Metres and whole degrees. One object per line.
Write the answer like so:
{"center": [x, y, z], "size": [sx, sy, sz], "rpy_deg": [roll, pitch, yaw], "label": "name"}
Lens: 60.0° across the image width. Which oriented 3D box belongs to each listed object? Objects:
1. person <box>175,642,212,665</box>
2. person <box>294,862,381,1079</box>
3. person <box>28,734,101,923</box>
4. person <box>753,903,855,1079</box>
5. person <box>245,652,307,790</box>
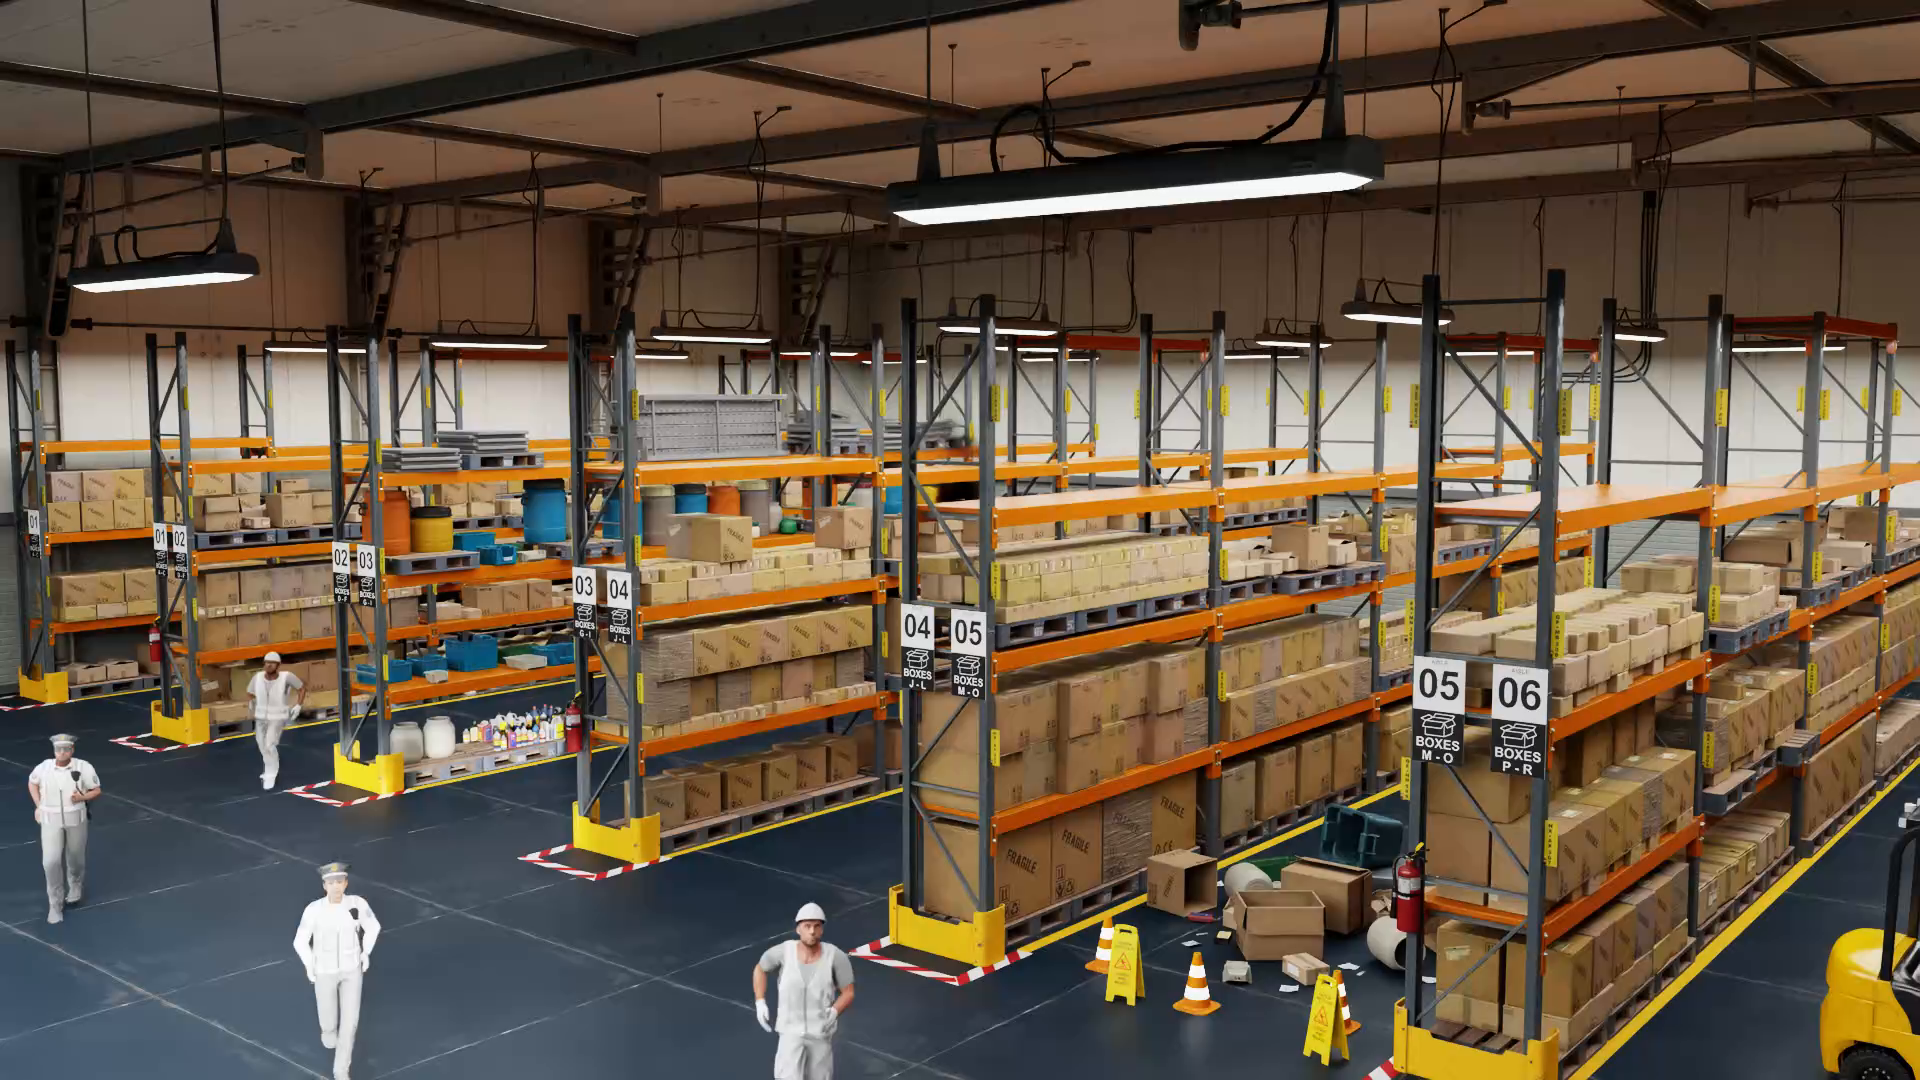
{"center": [-12.206, 1.961, 26.669], "size": [0.554, 1.687, 0.748], "rpy_deg": [2, 6, 26], "label": "person"}
{"center": [-4.670, 3.222, 12.503], "size": [0.611, 1.671, 0.696], "rpy_deg": [-2, 6, -24], "label": "person"}
{"center": [-8.837, 2.816, 16.442], "size": [0.642, 1.854, 0.796], "rpy_deg": [-3, 6, -27], "label": "person"}
{"center": [-1.031, 3.301, 11.055], "size": [0.671, 1.781, 0.708], "rpy_deg": [-1, 5, -8], "label": "person"}
{"center": [-8.943, 2.349, 21.657], "size": [0.710, 1.813, 0.721], "rpy_deg": [0, 5, 3], "label": "person"}
